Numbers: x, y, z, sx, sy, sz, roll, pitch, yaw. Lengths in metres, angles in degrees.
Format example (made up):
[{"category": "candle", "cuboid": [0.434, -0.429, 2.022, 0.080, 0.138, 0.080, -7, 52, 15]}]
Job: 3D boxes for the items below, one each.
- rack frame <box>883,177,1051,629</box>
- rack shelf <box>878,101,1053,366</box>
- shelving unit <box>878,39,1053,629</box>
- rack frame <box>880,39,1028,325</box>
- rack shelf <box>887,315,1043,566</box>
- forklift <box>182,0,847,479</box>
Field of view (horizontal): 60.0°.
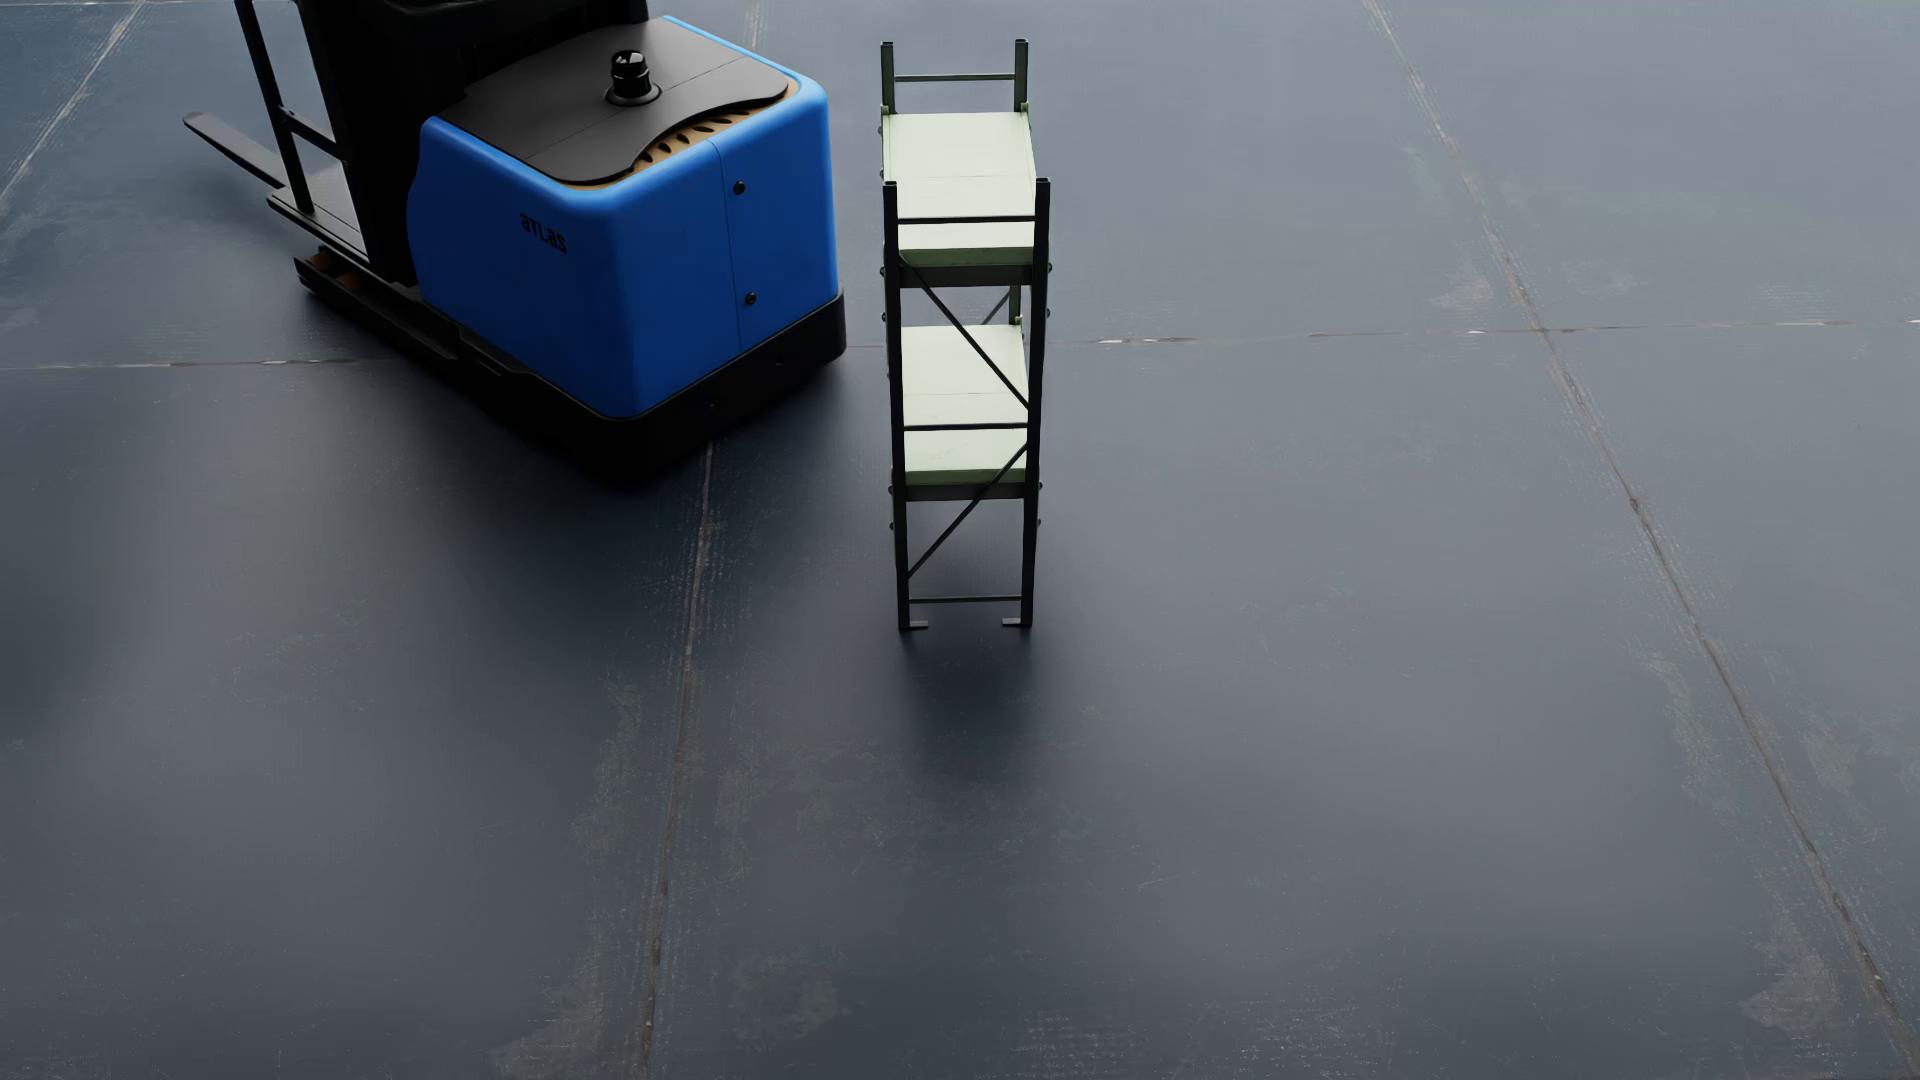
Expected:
[{"category": "rack frame", "cuboid": [0.016, -0.301, 4.469, 0.400, 1.500, 0.023, -2, 43, -2]}, {"category": "rack shelf", "cuboid": [0.000, -0.836, 4.475, 0.431, 0.370, 0.720, -2, 43, -2]}, {"category": "shelving unit", "cuboid": [0.000, -0.548, 4.738, 0.431, 1.500, 0.755, -2, 43, -2]}, {"category": "rack frame", "cuboid": [-0.015, -0.795, 5.008, 0.400, 1.500, 0.023, -2, 43, -2]}, {"category": "rack shelf", "cuboid": [0.000, -0.308, 4.959, 0.431, 0.370, 0.720, -2, 43, -2]}, {"category": "forklift", "cuboid": [-1.838, -2.138, 5.414, 3.031, 2.935, 1.130, 31, 51, 29]}]
